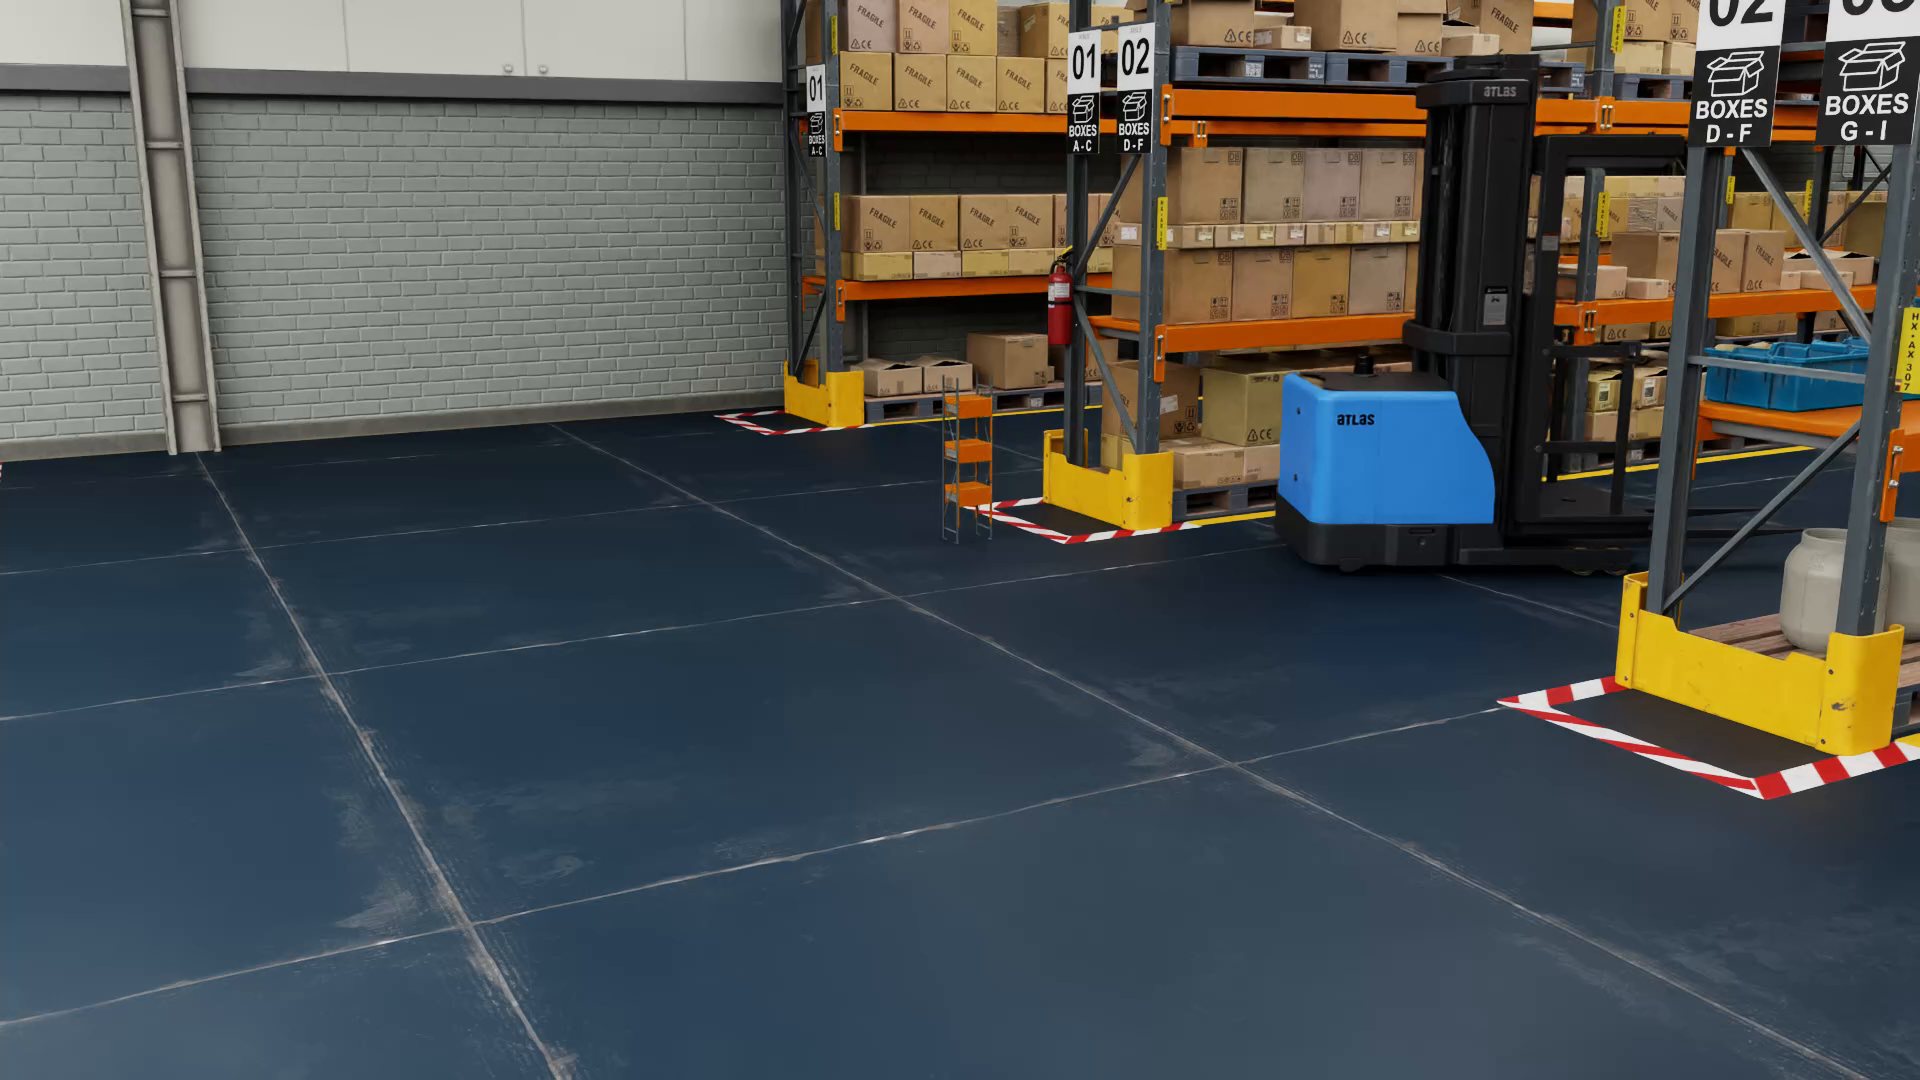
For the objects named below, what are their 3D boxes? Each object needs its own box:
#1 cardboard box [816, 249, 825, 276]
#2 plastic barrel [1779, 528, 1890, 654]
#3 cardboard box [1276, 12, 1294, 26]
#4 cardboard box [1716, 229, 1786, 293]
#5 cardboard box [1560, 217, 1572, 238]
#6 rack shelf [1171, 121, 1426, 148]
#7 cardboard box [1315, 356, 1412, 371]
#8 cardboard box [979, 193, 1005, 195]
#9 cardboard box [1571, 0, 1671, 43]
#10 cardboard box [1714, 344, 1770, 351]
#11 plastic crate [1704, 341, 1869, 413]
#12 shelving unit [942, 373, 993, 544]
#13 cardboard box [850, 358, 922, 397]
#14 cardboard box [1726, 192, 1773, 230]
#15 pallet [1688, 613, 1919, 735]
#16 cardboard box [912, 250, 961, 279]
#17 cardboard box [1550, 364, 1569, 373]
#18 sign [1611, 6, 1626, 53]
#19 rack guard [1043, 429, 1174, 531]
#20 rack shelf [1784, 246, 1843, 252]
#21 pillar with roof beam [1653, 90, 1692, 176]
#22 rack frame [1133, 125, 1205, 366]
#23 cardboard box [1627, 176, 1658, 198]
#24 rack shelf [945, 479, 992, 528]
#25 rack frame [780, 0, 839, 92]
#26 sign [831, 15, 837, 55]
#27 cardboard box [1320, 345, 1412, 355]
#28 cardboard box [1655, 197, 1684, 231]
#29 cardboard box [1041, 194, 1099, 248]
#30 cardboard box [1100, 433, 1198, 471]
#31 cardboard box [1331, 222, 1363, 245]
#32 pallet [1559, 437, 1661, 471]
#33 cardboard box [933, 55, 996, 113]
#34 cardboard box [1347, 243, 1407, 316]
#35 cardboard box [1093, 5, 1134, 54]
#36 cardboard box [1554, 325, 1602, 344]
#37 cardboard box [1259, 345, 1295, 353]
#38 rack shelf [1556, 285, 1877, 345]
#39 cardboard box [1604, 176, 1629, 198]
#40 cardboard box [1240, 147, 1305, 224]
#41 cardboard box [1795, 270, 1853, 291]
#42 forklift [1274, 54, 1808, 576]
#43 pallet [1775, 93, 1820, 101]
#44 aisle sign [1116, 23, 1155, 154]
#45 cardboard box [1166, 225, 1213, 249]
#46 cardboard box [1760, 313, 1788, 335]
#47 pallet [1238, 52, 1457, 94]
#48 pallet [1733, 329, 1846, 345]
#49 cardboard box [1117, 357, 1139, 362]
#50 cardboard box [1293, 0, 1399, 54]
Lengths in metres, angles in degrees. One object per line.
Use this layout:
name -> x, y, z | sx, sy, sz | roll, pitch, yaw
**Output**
cardboard box -> -1.040, -2.630, 15.759 | 0.500, 0.250, 0.500 | -7, 14, -27
plastic barrel -> 3.931, 0.227, 7.477 | 0.421, 0.512, 0.421 | 0, 13, 0
cardboard box -> 2.392, -3.576, 11.763 | 0.500, 0.311, 0.500 | -5, 14, -21
cardboard box -> 6.577, -2.363, 14.050 | 0.500, 0.500, 0.500 | -8, 15, -31
cardboard box -> 4.395, -2.369, 12.597 | 0.250, 0.149, 0.380 | -7, 14, -28
rack shelf -> 3.909, -4.350, 17.915 | 4.000, 0.370, 1.077 | -7, 14, -28
cardboard box -> 2.915, -1.053, 12.053 | 0.500, 0.500, 0.500 | -7, 14, -28
cardboard box -> 0.295, -3.159, 16.402 | 0.500, 0.500, 0.500 | -7, 14, -27
cardboard box -> 5.091, -4.092, 12.803 | 0.500, 0.500, 0.500 | -7, 14, -27
cardboard box -> 6.984, -1.576, 14.808 | 0.500, 0.311, 0.500 | -7, 15, -29
plastic crate -> 3.686, -0.735, 7.383 | 0.616, 0.251, 0.499 | -7, 14, -28
shelving unit -> 0.047, -0.518, 10.519 | 0.252, 1.050, 0.215 | -7, 14, -28
cardboard box -> -0.707, -1.565, 15.854 | 0.500, 0.311, 0.500 | -9, 15, -34
cardboard box -> 9.660, -4.069, 21.176 | 0.700, 0.700, 0.980 | -7, 14, -27
pallet -> 4.150, 0.561, 7.634 | 1.213, 0.211, 1.003 | -7, 14, -28
cardboard box -> -0.328, -2.591, 15.586 | 0.500, 0.250, 0.500 | -7, 15, -30
cardboard box -> 4.749, -1.308, 13.619 | 0.500, 0.311, 0.500 | -7, 14, -28
sign -> 4.798, -3.721, 12.121 | 0.005, 0.325, 0.100 | -7, 14, -28
rack guard -> 0.999, -0.430, 11.383 | 0.348, 0.500, 1.175 | -7, 14, -28
rack shelf -> 10.931, -3.729, 21.984 | 4.000, 0.370, 1.077 | -7, 14, -28
pillar with roof beam -> 11.438, -6.207, 17.693 | 0.400, 9.000, 9.100 | -7, 14, -28
rack frame -> 2.154, -3.028, 17.230 | 0.127, 3.000, 1.000 | -7, 14, -28
cardboard box -> 7.987, -4.235, 19.935 | 0.500, 0.250, 0.500 | -7, 14, -27
rack shelf -> 0.047, -0.236, 10.582 | 0.240, 0.259, 0.215 | -7, 14, -28
rack frame -> -1.357, -5.534, 14.702 | 0.127, 3.000, 1.000 | -7, 14, -28
sign -> -1.097, -4.392, 14.470 | 0.005, 0.325, 0.100 | -7, 14, -28
cardboard box -> 3.096, -1.209, 12.747 | 0.500, 0.500, 0.500 | -7, 14, -28
cardboard box -> 8.448, -3.920, 20.245 | 0.500, 0.500, 0.500 | -7, 14, -27
cardboard box -> 1.005, -3.116, 16.212 | 0.500, 0.500, 0.500 | -7, 15, -29
cardboard box -> 1.349, -0.629, 11.880 | 0.500, 0.250, 0.500 | -7, 14, -28
cardboard box -> 2.597, -2.153, 11.641 | 0.250, 0.149, 0.380 | -7, 14, -29
pallet -> 5.159, -0.798, 13.674 | 1.213, 0.211, 1.003 | -7, 14, -28
cardboard box -> -0.001, -4.221, 15.427 | 0.500, 0.500, 0.500 | -6, 14, -25
cardboard box -> 2.793, -1.911, 12.042 | 0.500, 0.500, 0.700 | -6, 14, -26
cardboard box -> 1.365, -4.872, 16.045 | 0.500, 0.500, 0.500 | -6, 14, -25
cardboard box -> 7.145, -2.747, 19.925 | 0.750, 0.750, 0.750 | -7, 14, -28
cardboard box -> 3.222, -2.167, 18.099 | 0.500, 0.500, 0.700 | -7, 15, -29
rack shelf -> 6.286, -1.933, 14.004 | 4.000, 0.370, 1.077 | -7, 14, -28
cardboard box -> 7.540, -4.181, 19.696 | 0.500, 0.250, 0.500 | -7, 15, -29
cardboard box -> 1.941, -2.443, 11.449 | 0.500, 0.500, 0.700 | -7, 15, -29
cardboard box -> 7.385, -2.224, 14.230 | 0.250, 0.149, 0.380 | -7, 14, -28
forklift -> 3.523, -1.337, 9.876 | 3.031, 2.935, 1.130 | 0, 13, -2
pallet -> 7.489, -3.777, 14.157 | 1.003, 0.211, 1.213 | -6, 14, -25
aisle sign -> 1.109, -2.855, 10.542 | 0.004, 0.787, 0.394 | -7, 14, -28
cardboard box -> 1.467, -2.018, 11.037 | 0.250, 0.149, 0.380 | -7, 14, -28
cardboard box -> 10.324, -2.966, 21.692 | 0.500, 0.500, 0.700 | -7, 14, -28
pallet -> 2.725, -3.271, 11.683 | 1.213, 0.211, 1.003 | -7, 14, -28
pallet -> 10.953, -2.703, 22.139 | 1.213, 0.211, 1.003 | -7, 14, -28
cardboard box -> 1.699, -1.798, 17.217 | 0.250, 0.166, 0.380 | -9, 16, -35
cardboard box -> 2.608, -3.560, 11.260 | 0.500, 0.500, 0.500 | -7, 14, -28
